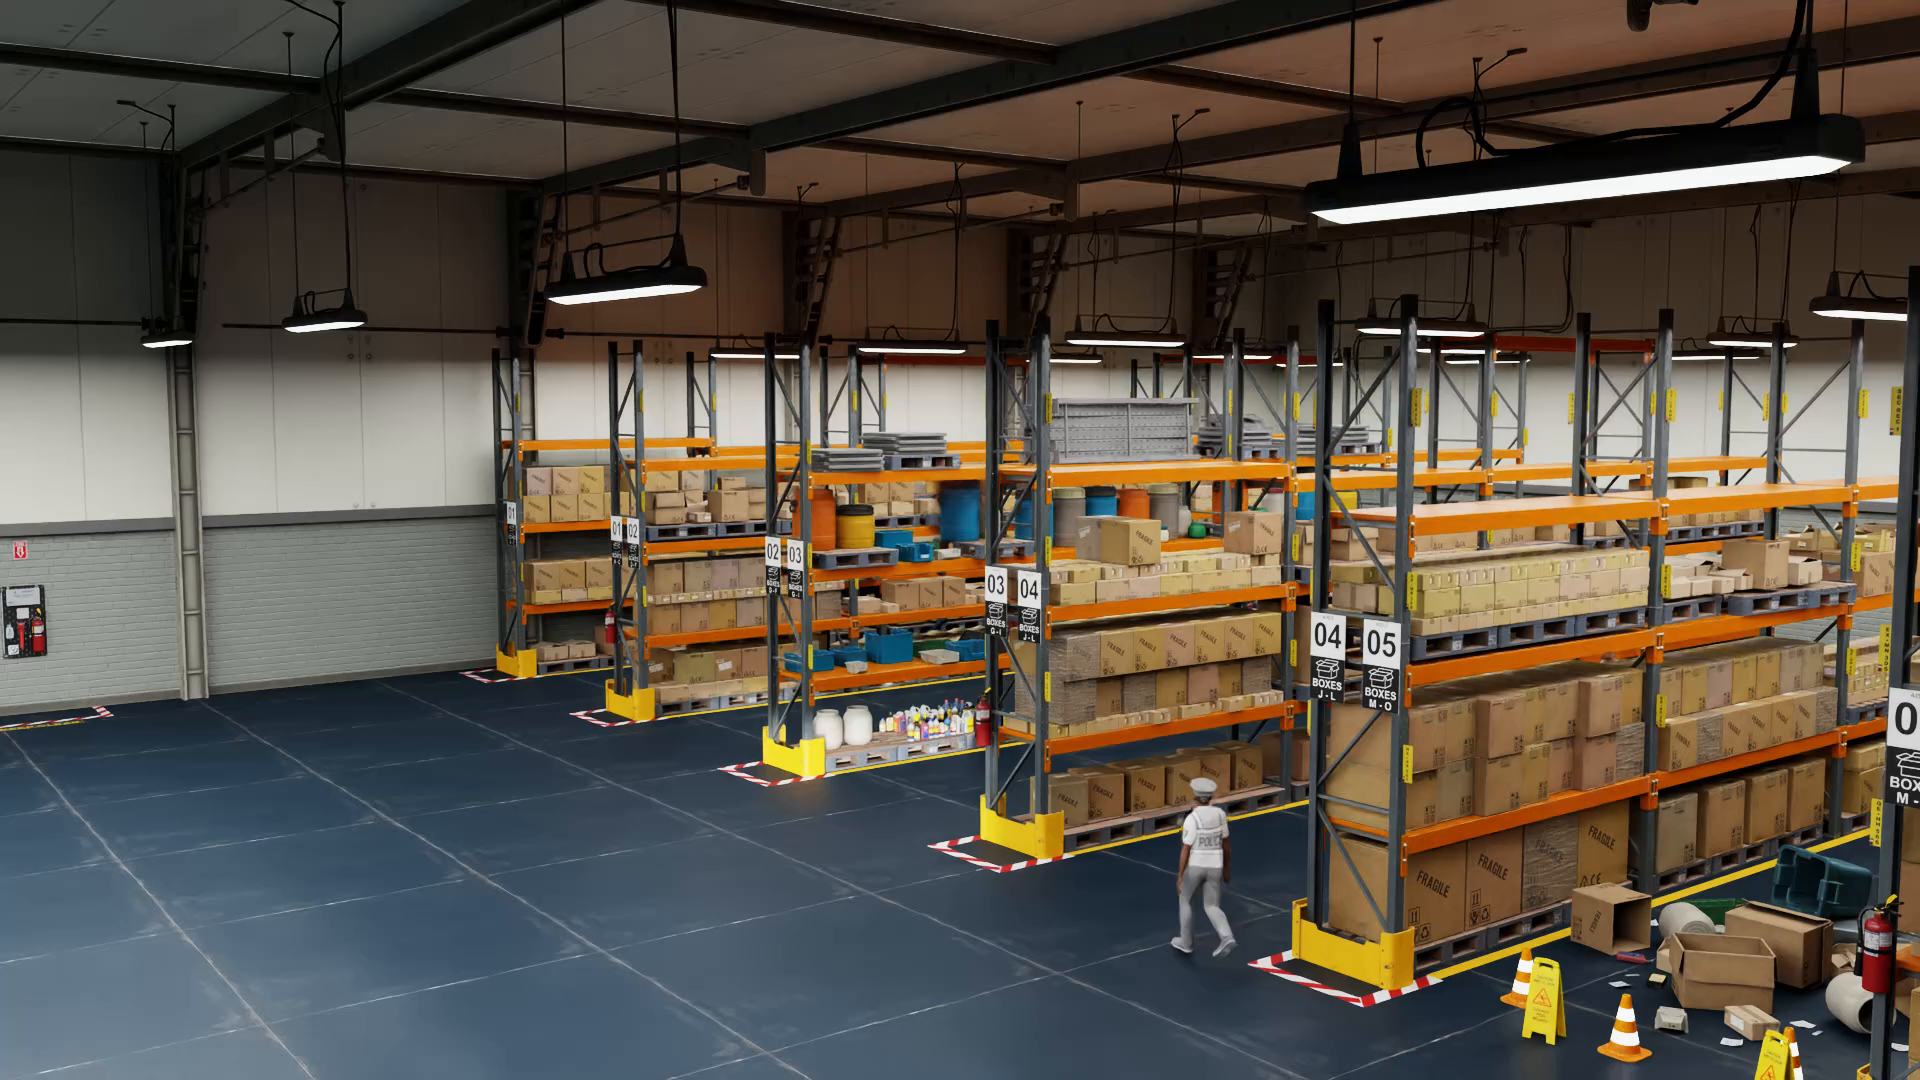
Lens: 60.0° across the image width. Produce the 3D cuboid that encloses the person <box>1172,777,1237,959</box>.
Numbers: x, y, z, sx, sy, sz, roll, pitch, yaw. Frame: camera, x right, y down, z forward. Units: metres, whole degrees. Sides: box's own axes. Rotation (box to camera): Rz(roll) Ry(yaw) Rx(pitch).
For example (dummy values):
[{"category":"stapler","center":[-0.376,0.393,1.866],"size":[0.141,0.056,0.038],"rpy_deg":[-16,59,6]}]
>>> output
[{"category":"person","center":[2.243,3.006,15.177],"size":[0.545,1.637,0.838],"rpy_deg":[-2,5,-17]}]

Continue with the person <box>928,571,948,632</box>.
[{"category":"person","center":[-0.465,1.329,34.636],"size":[0.435,1.598,0.453],"rpy_deg":[0,5,-2]}]

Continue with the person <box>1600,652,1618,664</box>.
[{"category":"person","center":[8.920,2.249,23.016],"size":[1.034,1.724,0.582],"rpy_deg":[-4,6,-36]}]
